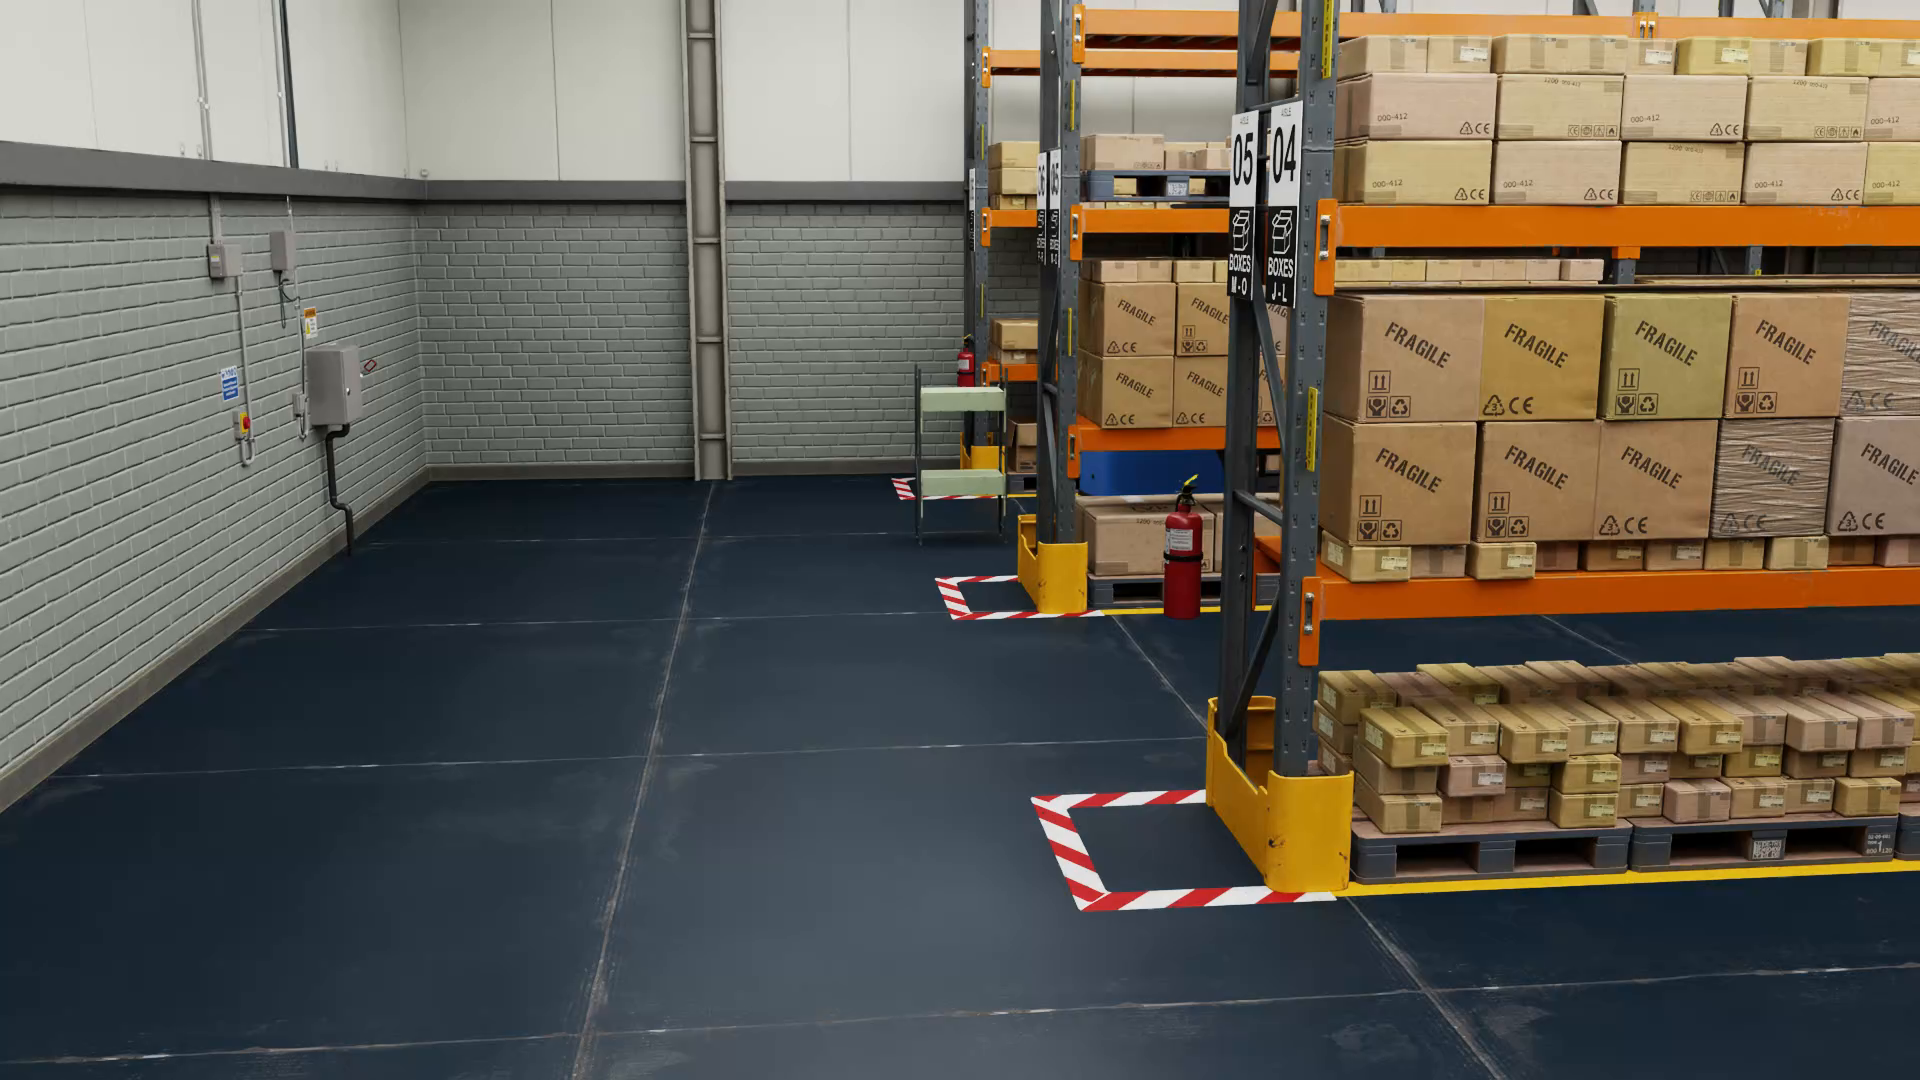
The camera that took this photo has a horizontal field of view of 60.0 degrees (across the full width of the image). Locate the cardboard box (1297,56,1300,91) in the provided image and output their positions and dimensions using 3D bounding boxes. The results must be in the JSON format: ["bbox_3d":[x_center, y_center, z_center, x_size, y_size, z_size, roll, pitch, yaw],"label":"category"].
[{"bbox_3d":[1.629,-2.020,7.149,0.250,0.149,0.380,-1,11,-7],"label":"cardboard box"}]

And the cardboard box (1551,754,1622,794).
[{"bbox_3d":[2.657,0.966,7.207,0.250,0.149,0.380,-1,11,-4],"label":"cardboard box"}]

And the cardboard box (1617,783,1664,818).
[{"bbox_3d":[2.892,1.091,7.347,0.250,0.149,0.380,-1,11,-6],"label":"cardboard box"}]

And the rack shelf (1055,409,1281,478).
[{"bbox_3d":[2.683,-0.753,12.288,4.000,0.370,1.077,-1,11,-6],"label":"rack shelf"}]

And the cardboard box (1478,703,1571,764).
[{"bbox_3d":[2.413,0.828,7.138,0.250,0.149,0.380,-1,11,-6],"label":"cardboard box"}]

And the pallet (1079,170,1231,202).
[{"bbox_3d":[1.431,-2.510,11.814,1.213,0.211,1.003,-1,11,-6],"label":"pallet"}]

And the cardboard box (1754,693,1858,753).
[{"bbox_3d":[3.692,0.799,7.288,0.250,0.149,0.380,-2,11,-8],"label":"cardboard box"}]

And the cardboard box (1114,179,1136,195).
[{"bbox_3d":[1.639,-3.540,16.441,0.500,0.250,0.500,-2,11,-8],"label":"cardboard box"}]

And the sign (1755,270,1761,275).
[{"bbox_3d":[8.176,-2.608,17.063,0.005,0.325,0.100,-1,11,-6],"label":"sign"}]

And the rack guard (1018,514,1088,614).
[{"bbox_3d":[0.671,0.163,12.245,0.348,0.500,1.175,-1,11,-6],"label":"rack guard"}]

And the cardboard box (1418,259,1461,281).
[{"bbox_3d":[3.382,-1.929,11.873,0.250,0.149,0.380,-1,11,-7],"label":"cardboard box"}]

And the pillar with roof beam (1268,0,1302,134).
[{"bbox_3d":[3.807,-4.376,13.299,0.400,9.000,9.100,-1,11,-6],"label":"pillar with roof beam"}]

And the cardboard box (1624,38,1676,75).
[{"bbox_3d":[2.696,-1.944,6.761,0.250,0.149,0.380,-1,11,-4],"label":"cardboard box"}]

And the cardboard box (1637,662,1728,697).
[{"bbox_3d":[3.385,0.695,7.814,0.250,0.149,0.380,-1,11,-6],"label":"cardboard box"}]

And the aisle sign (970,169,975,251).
[{"bbox_3d":[0.119,-3.234,16.303,0.004,0.787,0.394,-1,11,-6],"label":"aisle sign"}]

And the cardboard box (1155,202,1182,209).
[{"bbox_3d":[2.032,-3.340,16.457,0.250,0.149,0.380,-1,11,-6],"label":"cardboard box"}]

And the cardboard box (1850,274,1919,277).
[{"bbox_3d":[7.123,-1.787,12.832,0.500,0.500,0.500,-1,11,-4],"label":"cardboard box"}]

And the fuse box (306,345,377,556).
[{"bbox_3d":[-4.990,-0.716,13.575,0.414,1.711,0.539,-1,11,-6],"label":"fuse box"}]

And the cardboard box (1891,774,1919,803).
[{"bbox_3d":[4.155,1.055,7.526,0.250,0.149,0.380,-1,11,-7],"label":"cardboard box"}]

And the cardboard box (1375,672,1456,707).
[{"bbox_3d":[2.085,0.730,7.639,0.250,0.149,0.380,-1,11,-5],"label":"cardboard box"}]

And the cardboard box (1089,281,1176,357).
[{"bbox_3d":[1.203,-1.559,11.673,0.500,0.500,0.500,-1,11,-7],"label":"cardboard box"}]

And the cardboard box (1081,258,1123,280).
[{"bbox_3d":[1.030,-1.968,12.071,0.250,0.149,0.380,-1,11,-5],"label":"cardboard box"}]

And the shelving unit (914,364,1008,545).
[{"bbox_3d":[0.007,-0.736,14.224,0.755,1.500,0.431,-1,11,-6],"label":"shelving unit"}]

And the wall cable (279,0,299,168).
[{"bbox_3d":[-5.272,-4.533,14.002,0.133,3.039,2.988,-1,11,-6],"label":"wall cable"}]

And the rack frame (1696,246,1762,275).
[{"bbox_3d":[8.108,-2.183,17.696,0.127,3.000,1.000,-1,11,-6],"label":"rack frame"}]

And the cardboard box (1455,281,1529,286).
[{"bbox_3d":[3.727,-1.616,11.959,0.500,0.500,0.500,-1,11,-7],"label":"cardboard box"}]

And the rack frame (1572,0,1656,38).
[{"bbox_3d":[4.671,-4.091,11.851,0.127,3.000,1.000,-1,11,-6],"label":"rack frame"}]

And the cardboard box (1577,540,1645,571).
[{"bbox_3d":[2.724,0.021,7.137,0.250,0.149,0.380,-1,11,-7],"label":"cardboard box"}]

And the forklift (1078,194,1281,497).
[{"bbox_3d":[2.641,-1.568,14.746,3.031,2.935,1.130,-2,11,-10],"label":"forklift"}]

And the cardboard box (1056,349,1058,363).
[{"bbox_3d":[1.017,-1.873,16.773,0.250,0.149,0.380,-1,11,-7],"label":"cardboard box"}]

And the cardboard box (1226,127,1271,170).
[{"bbox_3d":[2.188,-2.769,11.785,0.500,0.311,0.500,-1,11,-5],"label":"cardboard box"}]

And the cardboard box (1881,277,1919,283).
[{"bbox_3d":[7.159,-1.688,12.329,0.500,0.500,0.500,-1,11,-6],"label":"cardboard box"}]

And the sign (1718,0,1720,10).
[{"bbox_3d":[8.045,-5.769,17.552,0.005,0.325,0.100,-1,11,-6],"label":"sign"}]

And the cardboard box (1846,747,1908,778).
[{"bbox_3d":[3.984,0.926,7.411,0.250,0.149,0.380,-1,11,-5],"label":"cardboard box"}]

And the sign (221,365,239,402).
[{"bbox_3d":[-4.964,-1.065,11.306,0.001,0.218,0.327,-1,11,-6],"label":"sign"}]

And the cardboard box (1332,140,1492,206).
[{"bbox_3d":[1.804,-1.476,6.712,0.500,0.250,0.500,-1,11,-4],"label":"cardboard box"}]

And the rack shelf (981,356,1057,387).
[{"bbox_3d":[2.143,-1.705,17.129,4.000,0.370,1.077,-1,11,-6],"label":"rack shelf"}]

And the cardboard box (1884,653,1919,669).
[{"bbox_3d":[4.661,0.662,7.983,0.250,0.149,0.380,-1,11,-3],"label":"cardboard box"}]

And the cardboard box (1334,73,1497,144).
[{"bbox_3d":[1.804,-1.720,6.659,0.500,0.250,0.500,-1,11,-5],"label":"cardboard box"}]

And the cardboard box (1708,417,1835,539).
[{"bbox_3d":[3.330,-0.304,7.109,0.500,0.500,0.500,-1,11,-8],"label":"cardboard box"}]

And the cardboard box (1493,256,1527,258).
[{"bbox_3d":[4.076,-2.040,12.438,0.250,0.149,0.380,-1,11,-5],"label":"cardboard box"}]

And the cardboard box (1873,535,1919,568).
[{"bbox_3d":[4.005,0.006,7.213,0.250,0.149,0.380,-2,11,-9],"label":"cardboard box"}]

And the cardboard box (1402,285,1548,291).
[{"bbox_3d":[2.262,-0.871,7.398,0.500,0.500,0.500,-2,11,-8],"label":"cardboard box"}]

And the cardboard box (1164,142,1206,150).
[{"bbox_3d":[2.135,-3.799,16.464,0.500,0.250,0.500,-1,11,-5],"label":"cardboard box"}]

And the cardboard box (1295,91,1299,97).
[{"bbox_3d":[1.760,-1.819,7.162,0.500,0.250,0.500,-2,11,-8],"label":"cardboard box"}]

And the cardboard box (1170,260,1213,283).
[{"bbox_3d":[1.601,-1.879,11.618,0.250,0.149,0.380,-1,11,-4],"label":"cardboard box"}]

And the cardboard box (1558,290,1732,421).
[{"bbox_3d":[2.825,-0.780,6.935,0.500,0.500,0.500,-1,11,-7],"label":"cardboard box"}]

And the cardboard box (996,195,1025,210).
[{"bbox_3d":[0.497,-3.327,16.390,0.250,0.149,0.380,-1,11,-5],"label":"cardboard box"}]

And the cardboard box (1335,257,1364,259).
[{"bbox_3d":[2.813,-2.021,12.338,0.250,0.149,0.380,-1,11,-6],"label":"cardboard box"}]
